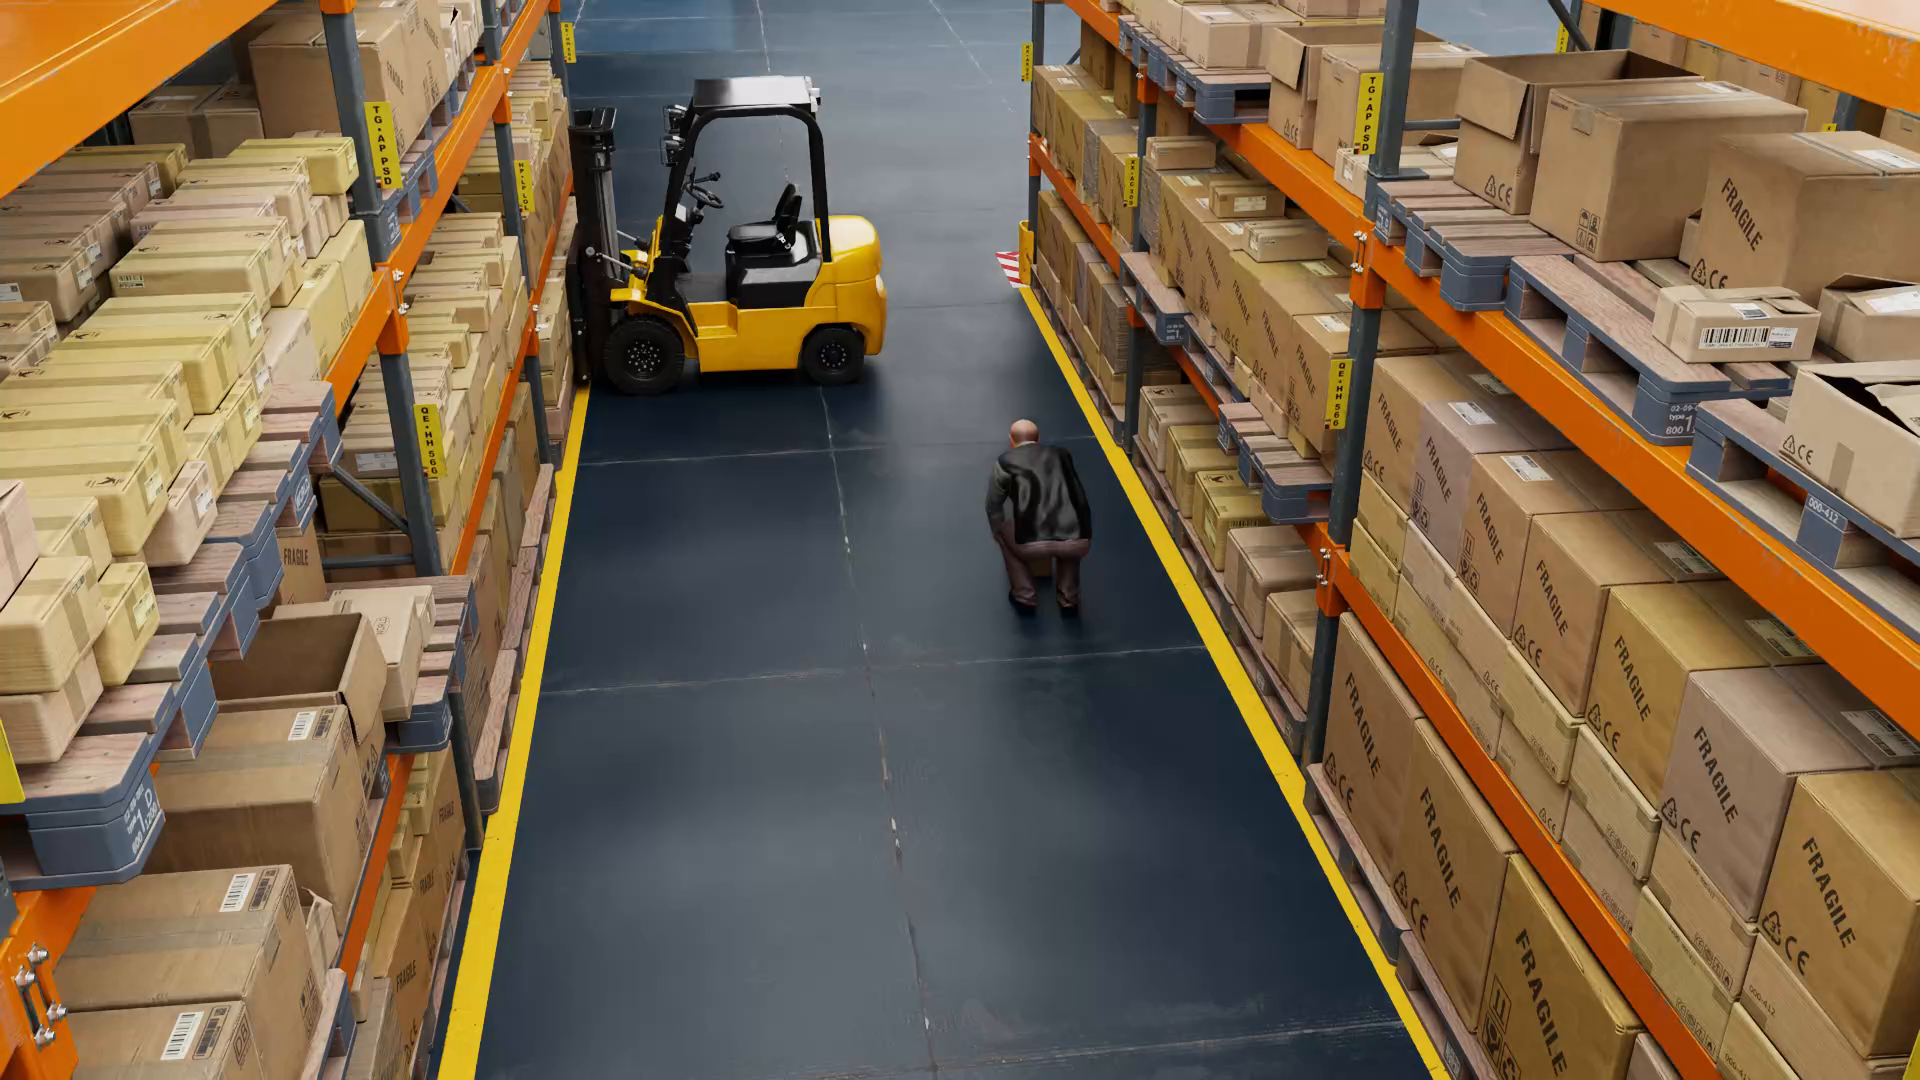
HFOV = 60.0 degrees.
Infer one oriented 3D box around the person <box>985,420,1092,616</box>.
[{"bbox_3d":[0.447,-0.102,9.636,0.552,1.008,0.855,-4,27,-7],"label":"person"}]
